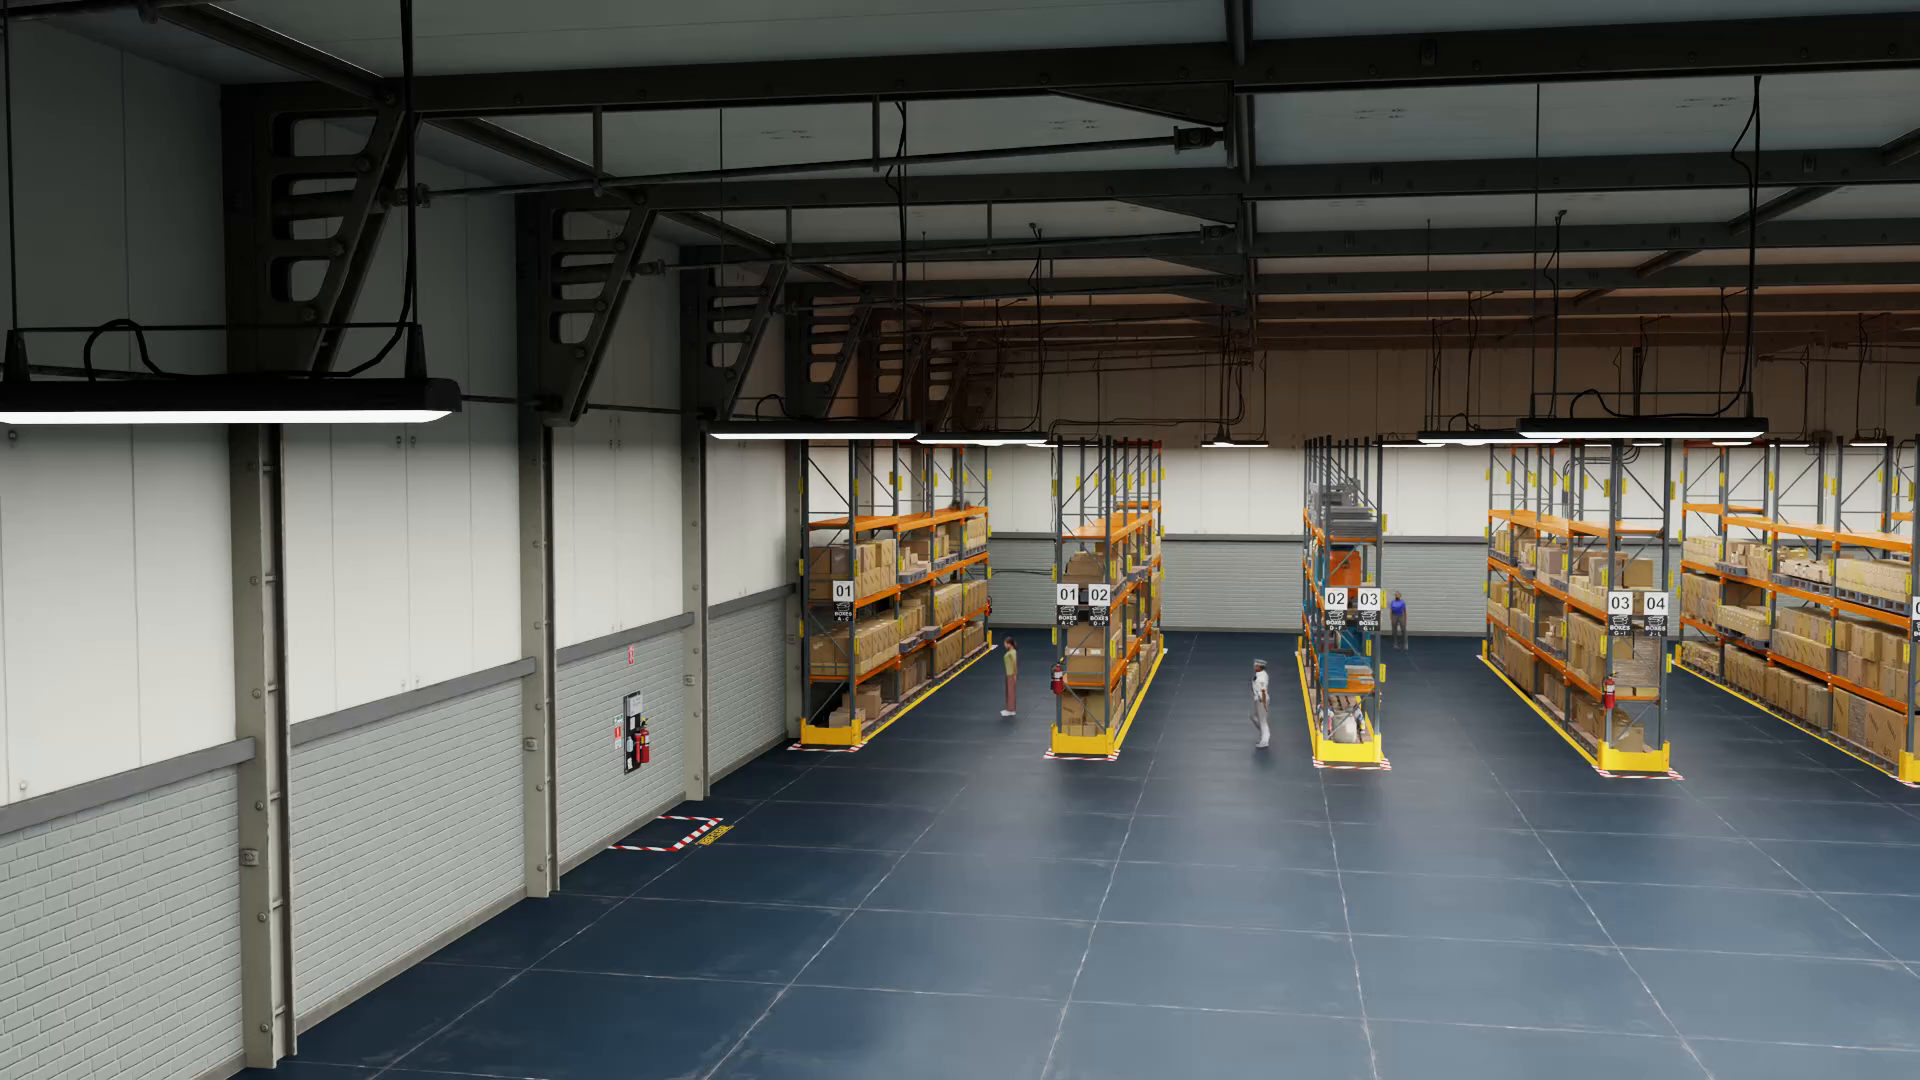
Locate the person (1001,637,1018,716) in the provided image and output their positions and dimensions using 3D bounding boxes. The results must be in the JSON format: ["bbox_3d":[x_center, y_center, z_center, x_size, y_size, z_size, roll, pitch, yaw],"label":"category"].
[{"bbox_3d":[1.076,2.937,35.953,0.386,1.675,0.535,0,3,-4],"label":"person"}]

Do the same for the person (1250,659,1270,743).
[{"bbox_3d":[5.796,3.099,32.129,0.363,1.600,0.501,0,3,6],"label":"person"}]

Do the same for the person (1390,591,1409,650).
[{"bbox_3d":[12.676,2.310,47.942,0.546,1.672,0.384,1,3,20],"label":"person"}]
